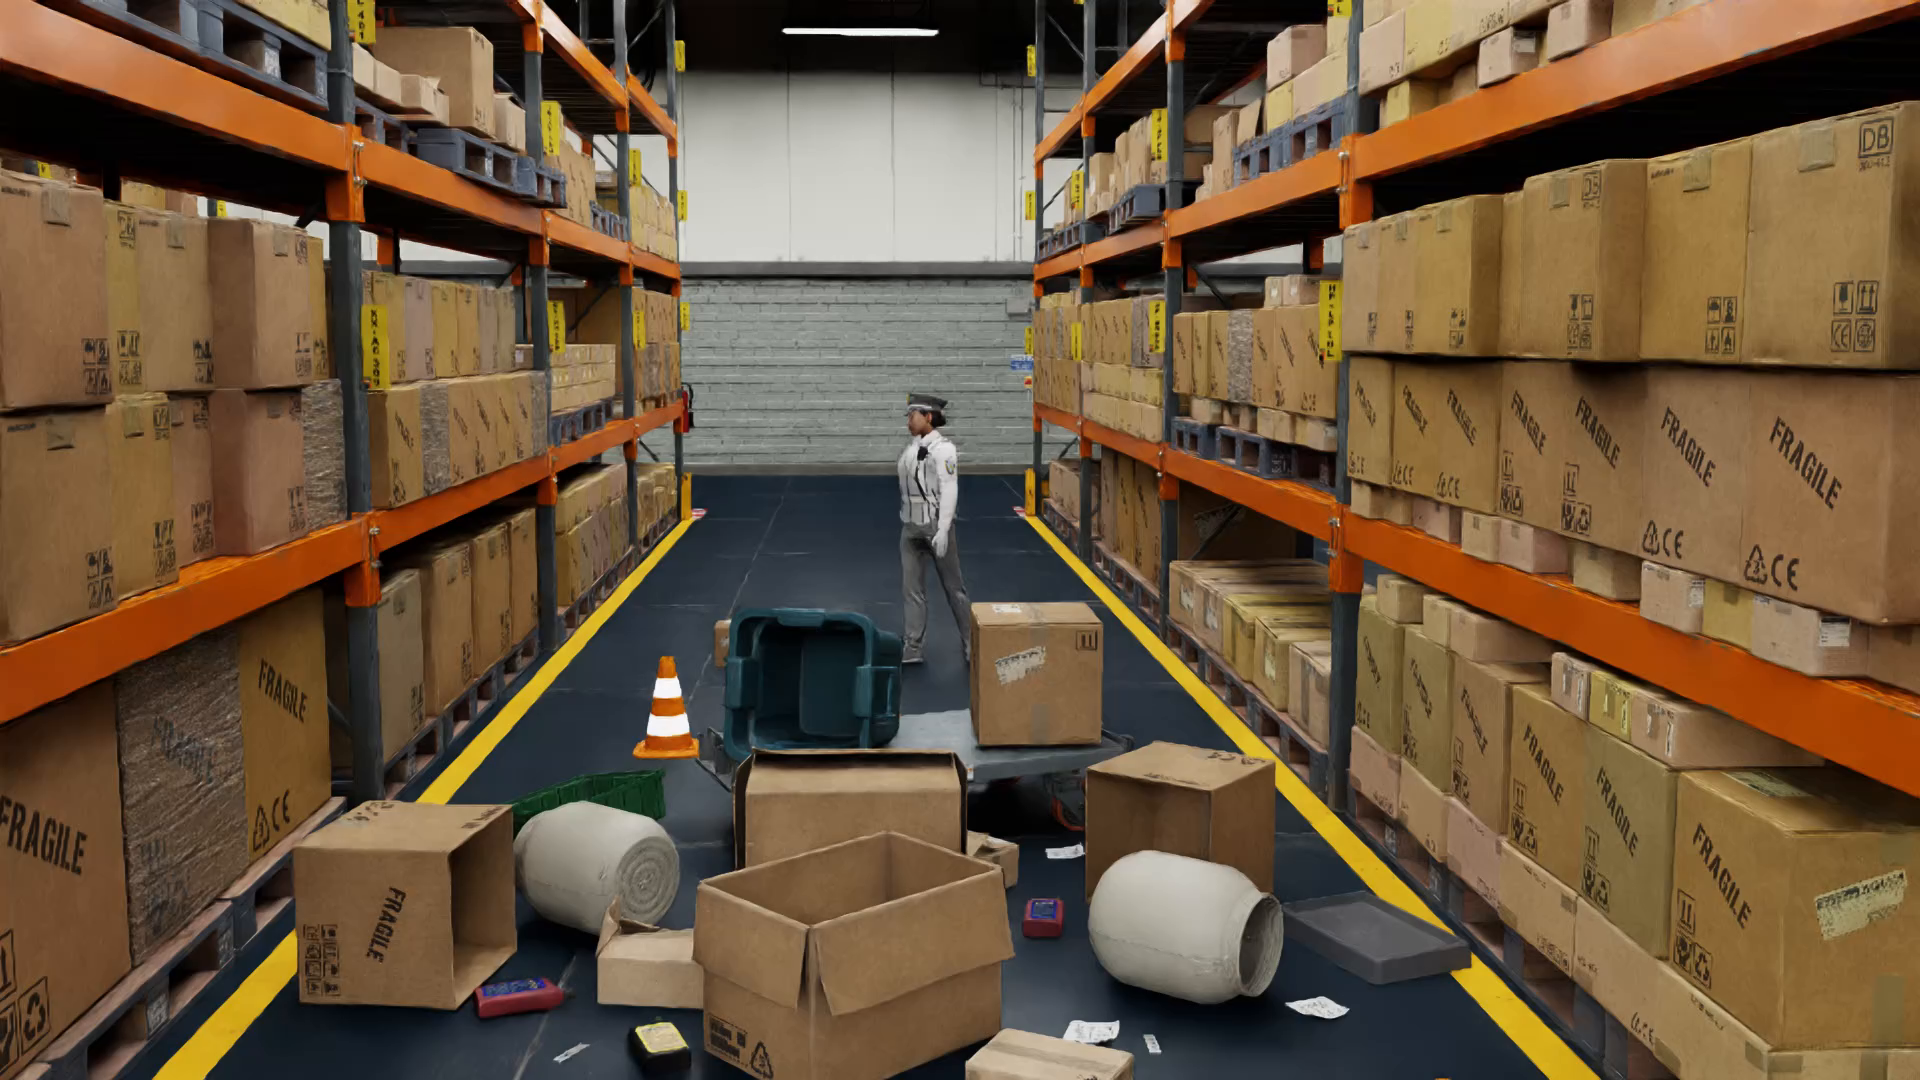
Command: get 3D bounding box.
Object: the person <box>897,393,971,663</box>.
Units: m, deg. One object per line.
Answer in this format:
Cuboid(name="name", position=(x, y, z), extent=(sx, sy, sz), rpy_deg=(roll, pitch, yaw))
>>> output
Cuboid(name="person", position=(-0.180, -0.070, 10.263), extent=(0.614, 1.671, 0.589), rpy_deg=(-6, 9, -39))
